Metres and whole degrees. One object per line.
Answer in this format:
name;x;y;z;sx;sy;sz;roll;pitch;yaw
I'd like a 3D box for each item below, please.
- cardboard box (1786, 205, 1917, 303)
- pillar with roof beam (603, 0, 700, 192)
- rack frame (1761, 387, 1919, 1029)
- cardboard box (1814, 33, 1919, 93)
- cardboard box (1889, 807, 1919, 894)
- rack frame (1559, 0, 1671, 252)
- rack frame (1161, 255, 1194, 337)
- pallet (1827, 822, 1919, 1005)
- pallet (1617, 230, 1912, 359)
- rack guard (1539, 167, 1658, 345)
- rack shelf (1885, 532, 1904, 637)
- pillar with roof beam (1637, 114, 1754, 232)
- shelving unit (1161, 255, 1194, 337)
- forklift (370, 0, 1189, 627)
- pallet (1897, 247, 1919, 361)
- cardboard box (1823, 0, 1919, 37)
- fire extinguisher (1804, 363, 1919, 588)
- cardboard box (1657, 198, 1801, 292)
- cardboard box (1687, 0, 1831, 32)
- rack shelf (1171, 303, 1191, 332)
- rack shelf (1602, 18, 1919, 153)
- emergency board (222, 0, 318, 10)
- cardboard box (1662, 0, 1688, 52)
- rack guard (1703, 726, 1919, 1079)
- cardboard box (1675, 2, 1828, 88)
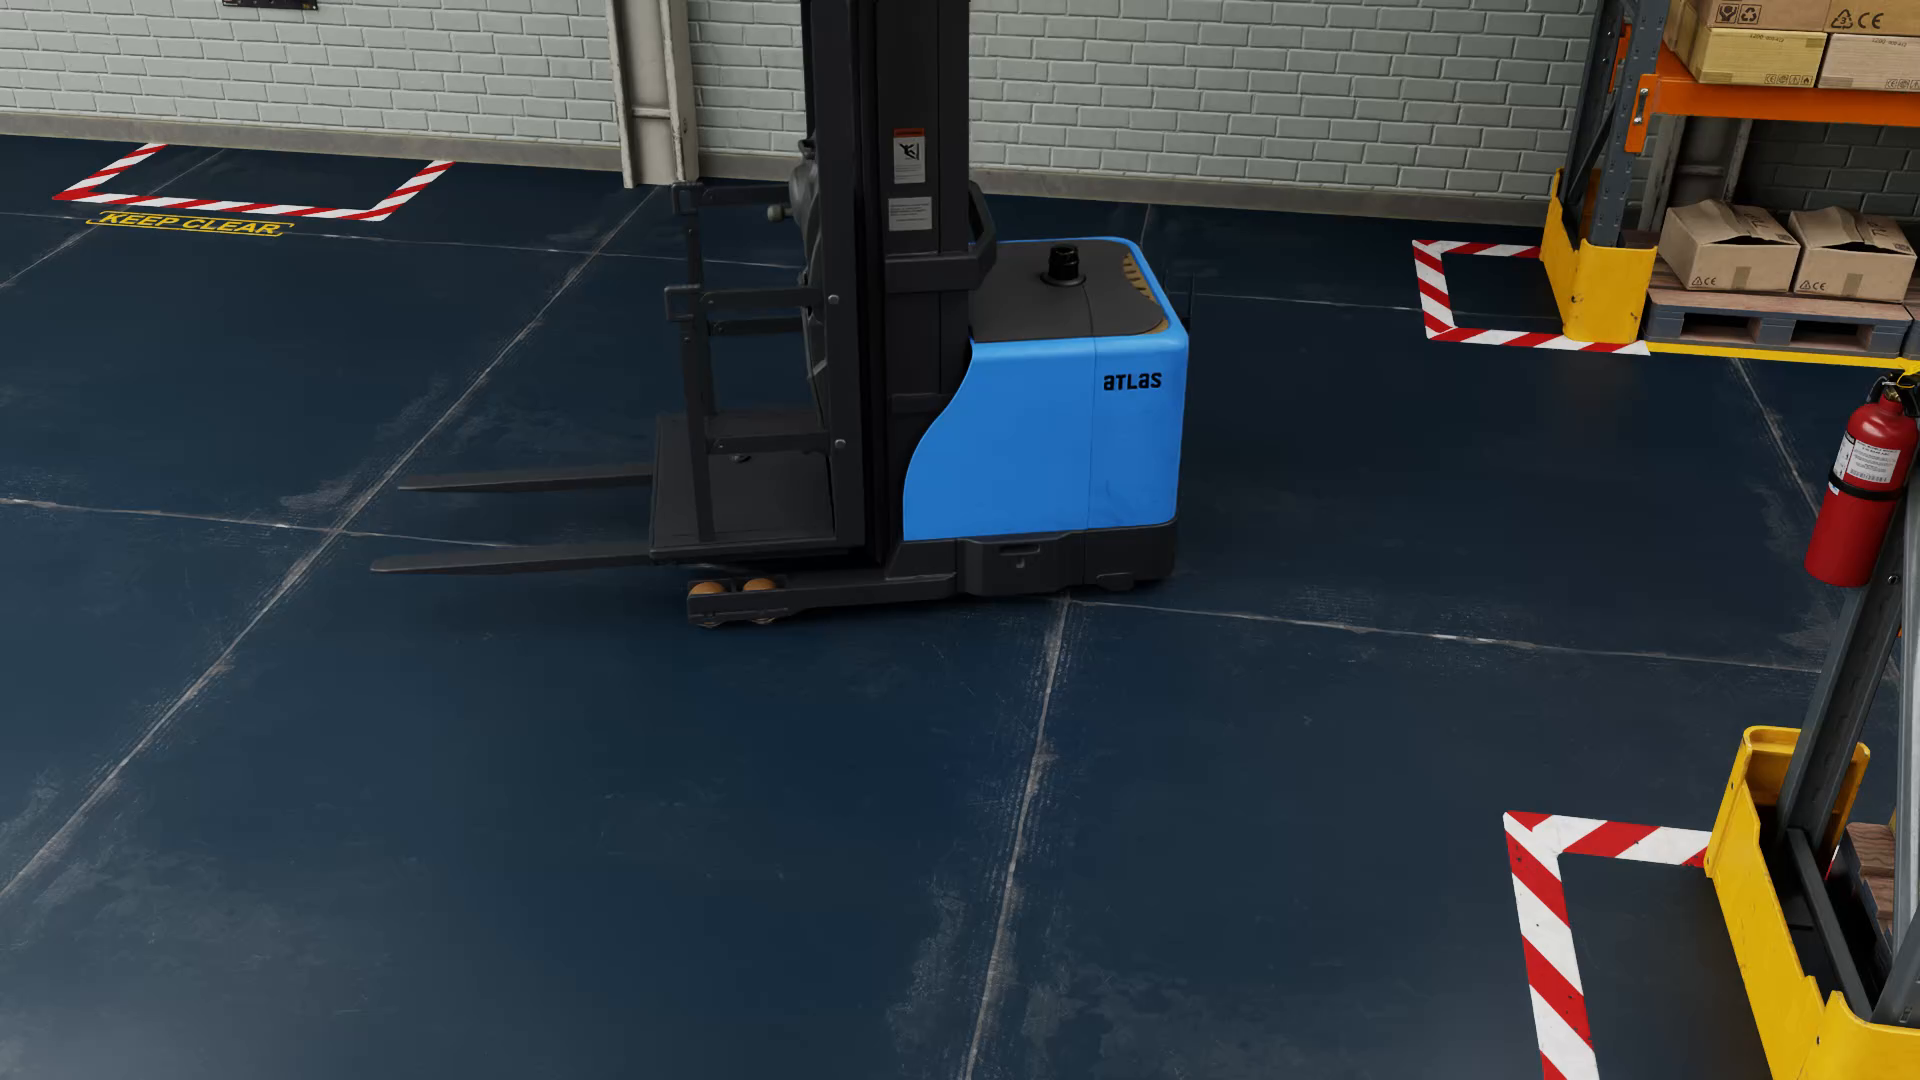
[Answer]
cardboard box;4.467;-1.458;8.371;0.500;0.311;0.500;8;33;12
pillar with roof beam;-2.565;-3.787;4.319;0.400;9.000;9.100;5;32;8
rack frame;2.408;0.021;3.890;0.127;3.000;1.000;5;32;8
cardboard box;4.180;-2.267;7.667;0.500;0.250;0.500;4;32;7
cardboard box;2.986;0.901;4.678;0.500;0.250;0.500;5;32;8
rack frame;3.238;-2.570;8.029;0.127;3.000;1.000;5;32;8
rack frame;0.903;-0.754;7.107;0.006;0.900;0.240;-14;35;-21
pallet;3.169;1.249;4.556;1.213;0.211;1.003;5;32;8
pallet;4.108;-1.291;8.613;1.213;0.211;1.003;5;32;8
rack guard;3.313;-1.504;8.682;0.348;0.500;1.175;5;32;8
rack shelf;4.380;0.504;3.795;4.000;0.370;1.077;5;32;8
pillar with roof beam;3.349;-3.252;3.464;0.400;9.000;9.100;5;32;8
shelving unit;0.811;-0.732;7.071;0.210;0.900;0.258;-14;35;-21
forklift;-0.720;-1.214;5.928;3.031;2.935;1.130;-4;32;-6
pallet;5.307;-1.181;8.437;1.213;0.211;1.003;5;32;8
cardboard box;4.143;-2.584;7.467;0.500;0.500;0.500;5;32;8
fire extinguisher;2.370;-0.200;4.315;0.183;0.674;0.296;5;32;8
cardboard box;3.905;-1.508;8.452;0.500;0.311;0.500;2;32;3
cardboard box;3.658;-2.633;7.546;0.500;0.500;0.500;5;32;8
rack shelf;0.811;-0.933;6.946;0.200;0.077;0.258;-14;35;-21
rack shelf;5.209;-2.087;7.935;4.000;0.370;1.077;5;32;8
emergency board;-4.271;-3.737;9.892;0.643;1.169;0.194;5;32;8
cardboard box;3.731;-2.575;8.159;0.500;0.250;0.500;6;32;9
rack guard;2.384;1.078;4.556;0.348;0.500;1.175;5;32;8
cardboard box;3.665;-2.306;7.729;0.500;0.250;0.500;4;32;7
